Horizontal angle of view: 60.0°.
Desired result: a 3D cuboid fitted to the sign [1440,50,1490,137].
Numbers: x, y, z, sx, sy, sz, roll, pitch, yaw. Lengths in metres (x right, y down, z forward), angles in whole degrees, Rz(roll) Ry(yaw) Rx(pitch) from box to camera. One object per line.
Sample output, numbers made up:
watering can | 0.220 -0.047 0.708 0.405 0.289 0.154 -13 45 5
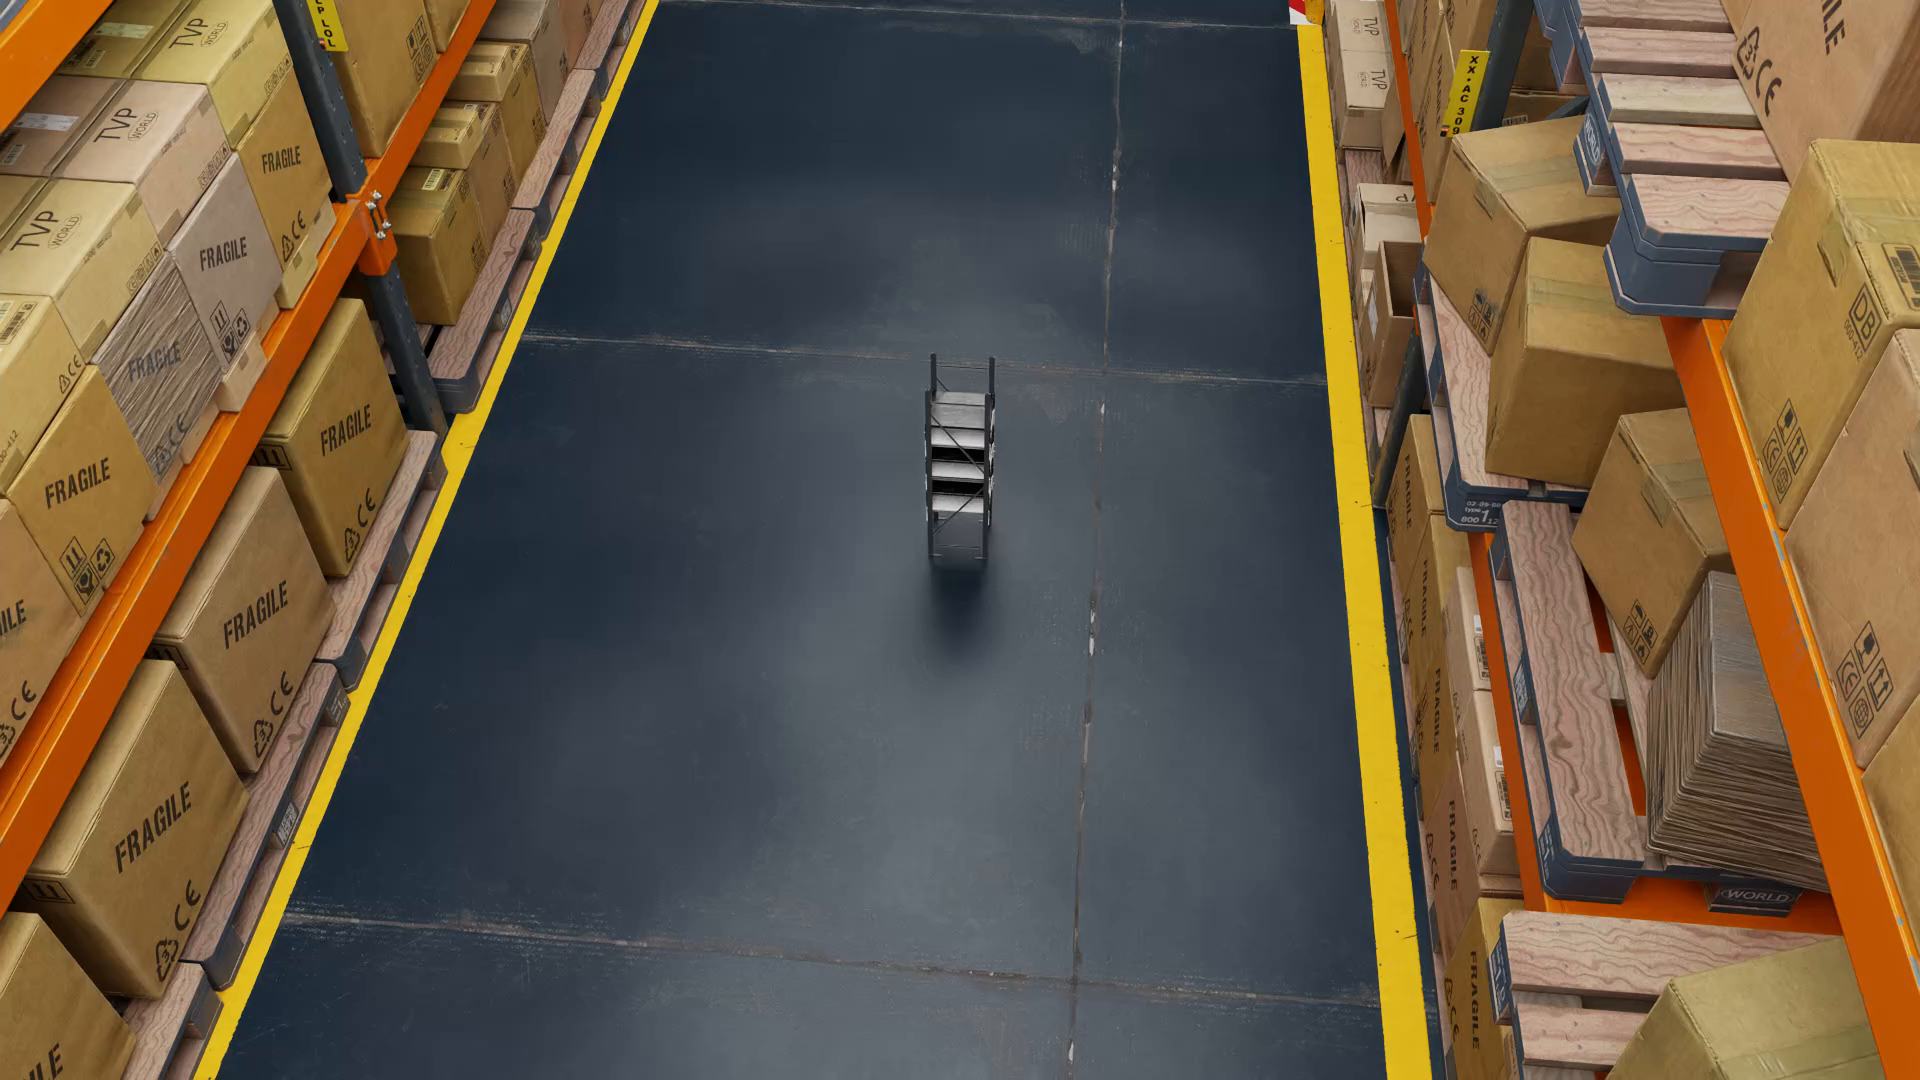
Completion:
sign | 1.672 -1.473 5.504 0.100 0.325 0.005 4 48 4

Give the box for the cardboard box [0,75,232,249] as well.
cardboard box | -2.564 -1.139 4.994 0.500 0.250 0.500 5 48 4

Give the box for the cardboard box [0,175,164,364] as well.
cardboard box | -2.611 -0.764 4.651 0.500 0.250 0.500 5 48 4

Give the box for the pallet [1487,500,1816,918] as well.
pallet | 2.021 0.425 4.485 1.003 0.211 1.213 4 48 4

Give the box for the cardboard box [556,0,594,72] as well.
cardboard box | -2.366 -2.829 8.740 0.700 0.500 0.500 4 48 3

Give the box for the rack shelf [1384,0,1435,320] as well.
rack shelf | 2.395 -2.377 7.405 1.077 0.370 4.000 4 48 4

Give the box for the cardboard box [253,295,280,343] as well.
cardboard box | -2.537 -0.761 5.596 0.380 0.149 0.250 5 48 5

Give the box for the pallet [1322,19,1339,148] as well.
pallet | 2.499 -2.506 8.925 1.003 0.211 1.213 4 48 4

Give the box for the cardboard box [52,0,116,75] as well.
cardboard box | -3.022 -1.554 5.373 0.500 0.250 0.500 5 48 5

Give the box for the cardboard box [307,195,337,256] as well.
cardboard box | -2.469 -1.135 5.938 0.380 0.149 0.250 4 48 4

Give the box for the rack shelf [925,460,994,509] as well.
rack shelf | 0.001 -0.226 6.540 0.258 0.077 0.200 4 48 4

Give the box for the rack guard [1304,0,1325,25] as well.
rack guard | 2.571 -3.190 9.355 1.175 0.500 0.348 4 48 4

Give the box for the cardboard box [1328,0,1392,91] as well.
cardboard box | 2.200 -2.562 8.652 0.500 0.250 0.500 4 48 4

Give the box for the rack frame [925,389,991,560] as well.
rack frame | -0.009 -0.235 6.381 0.240 0.900 0.006 4 48 4

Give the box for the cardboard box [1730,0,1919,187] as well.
cardboard box | 1.975 -1.026 3.229 0.600 0.600 0.600 2 48 2

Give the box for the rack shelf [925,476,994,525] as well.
rack shelf | 0.001 -0.166 6.607 0.258 0.077 0.200 4 48 4

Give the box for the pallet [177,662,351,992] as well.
pallet | -2.824 0.932 5.781 1.003 0.211 1.213 4 48 4

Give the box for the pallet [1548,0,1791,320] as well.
pallet | 1.992 -0.862 3.626 1.213 0.211 1.003 4 48 4

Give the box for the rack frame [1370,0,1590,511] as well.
rack frame | 2.213 -1.150 5.795 1.000 3.000 0.127 4 48 4

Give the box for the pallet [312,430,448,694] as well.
pallet | -2.716 0.033 6.603 1.003 0.211 1.213 4 48 4

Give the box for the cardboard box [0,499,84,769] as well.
cardboard box | -2.683 0.229 4.250 0.500 0.500 0.500 4 48 3

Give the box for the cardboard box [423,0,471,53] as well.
cardboard box | -2.583 -2.515 6.840 0.980 0.700 0.700 3 48 3

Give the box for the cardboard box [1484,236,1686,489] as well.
cardboard box | 1.948 -0.483 4.832 0.700 0.500 0.500 11 48 10

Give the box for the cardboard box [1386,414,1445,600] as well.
cardboard box | 1.926 -0.116 6.245 0.500 0.500 0.500 2 48 2

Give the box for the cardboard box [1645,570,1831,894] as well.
cardboard box | 2.067 0.484 3.948 0.700 0.500 0.500 12 49 11

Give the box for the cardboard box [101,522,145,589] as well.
cardboard box | -2.664 -0.010 4.909 0.380 0.149 0.250 5 48 5

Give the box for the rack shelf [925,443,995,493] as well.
rack shelf | 0.001 -0.287 6.474 0.258 0.077 0.200 4 48 4

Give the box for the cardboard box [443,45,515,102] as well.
cardboard box | -2.290 -2.163 7.691 0.380 0.149 0.250 3 48 2

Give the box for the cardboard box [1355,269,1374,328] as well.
cardboard box | 1.957 -1.054 7.341 0.380 0.149 0.250 4 48 4

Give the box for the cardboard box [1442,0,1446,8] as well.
cardboard box | 2.045 -2.287 6.089 0.500 0.500 0.500 3 48 3

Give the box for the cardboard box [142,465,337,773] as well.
cardboard box | -2.728 0.243 5.693 0.750 0.750 0.750 5 48 5

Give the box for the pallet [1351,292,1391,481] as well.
pallet | 2.277 -0.713 7.286 1.003 0.211 1.213 4 48 4

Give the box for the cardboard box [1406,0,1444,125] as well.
cardboard box | 2.049 -1.947 6.456 0.500 0.500 0.500 5 48 5

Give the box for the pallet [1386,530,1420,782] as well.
pallet | 2.177 0.391 6.275 1.003 0.211 1.213 4 48 4

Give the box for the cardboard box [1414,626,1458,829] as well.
cardboard box | 1.836 0.644 5.550 0.500 0.500 0.500 4 48 4

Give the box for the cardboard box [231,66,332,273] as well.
cardboard box | -2.511 -1.265 5.617 0.500 0.500 0.500 3 48 3

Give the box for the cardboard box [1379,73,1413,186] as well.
cardboard box | 2.379 -1.837 7.817 0.797 0.503 0.637 4 48 4

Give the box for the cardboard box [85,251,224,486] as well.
cardboard box | -2.602 -0.521 4.937 0.500 0.500 0.500 4 48 4

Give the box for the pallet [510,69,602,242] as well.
pallet | -2.465 -1.992 8.455 1.003 0.211 1.213 4 48 4

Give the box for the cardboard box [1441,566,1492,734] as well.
cardboard box | 1.835 0.366 5.296 0.500 0.250 0.500 4 48 4

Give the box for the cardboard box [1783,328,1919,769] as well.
cardboard box | 1.901 0.046 2.601 0.910 0.500 0.500 4 48 4

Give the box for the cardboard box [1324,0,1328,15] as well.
cardboard box | 2.197 -2.991 9.113 0.380 0.149 0.250 4 48 4

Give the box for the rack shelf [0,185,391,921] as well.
rack shelf | -2.903 0.232 5.018 1.077 0.370 4.000 4 48 4

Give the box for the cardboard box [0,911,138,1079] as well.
cardboard box | -2.887 1.511 4.533 0.750 0.750 0.750 3 48 3

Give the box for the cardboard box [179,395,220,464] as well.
cardboard box | -2.591 -0.387 5.254 0.380 0.149 0.250 4 48 4

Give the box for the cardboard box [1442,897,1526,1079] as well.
cardboard box | 1.747 1.401 4.857 0.500 0.500 0.500 2 48 2

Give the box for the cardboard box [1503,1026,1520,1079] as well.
cardboard box | 1.701 1.487 4.271 0.500 0.250 0.500 6 48 5

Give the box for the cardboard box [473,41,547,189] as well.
cardboard box | -2.452 -2.067 8.043 0.700 0.500 0.500 5 48 4

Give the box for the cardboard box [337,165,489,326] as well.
cardboard box | -2.550 -1.321 7.361 0.700 0.500 0.500 4 48 4

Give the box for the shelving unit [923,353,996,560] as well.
shelving unit | 0.001 -0.310 6.449 0.258 0.900 0.210 4 48 4
